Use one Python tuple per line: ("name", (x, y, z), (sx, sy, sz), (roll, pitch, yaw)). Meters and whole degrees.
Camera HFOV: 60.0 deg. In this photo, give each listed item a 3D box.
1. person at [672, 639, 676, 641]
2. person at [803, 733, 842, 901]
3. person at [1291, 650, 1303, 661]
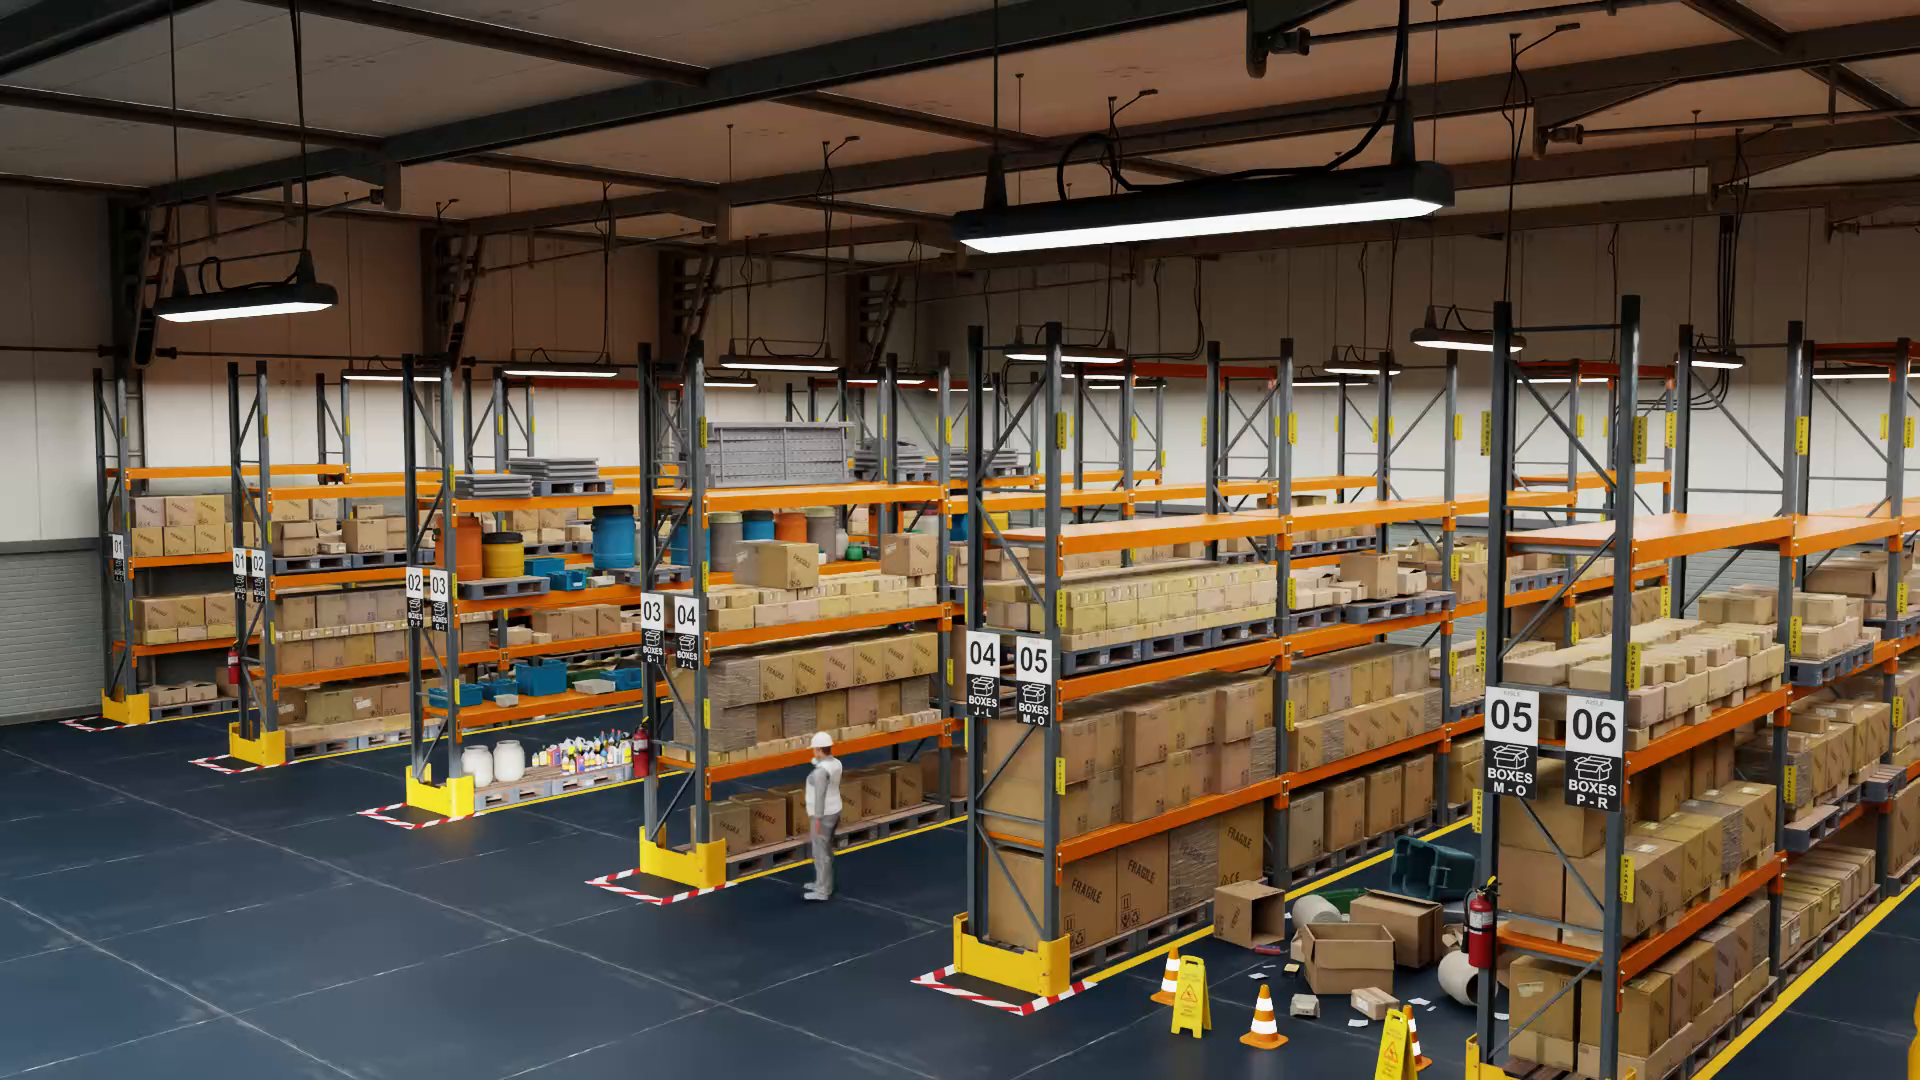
("person", (-5.559, 1.893, 33.119), (0.492, 1.694, 0.430), (-1, 4, -17))
("person", (-1.515, 2.955, 17.973), (0.454, 1.770, 0.605), (1, 4, 11))
("person", (4.907, 2.456, 24.967), (0.607, 1.762, 0.485), (-3, 5, -31))
